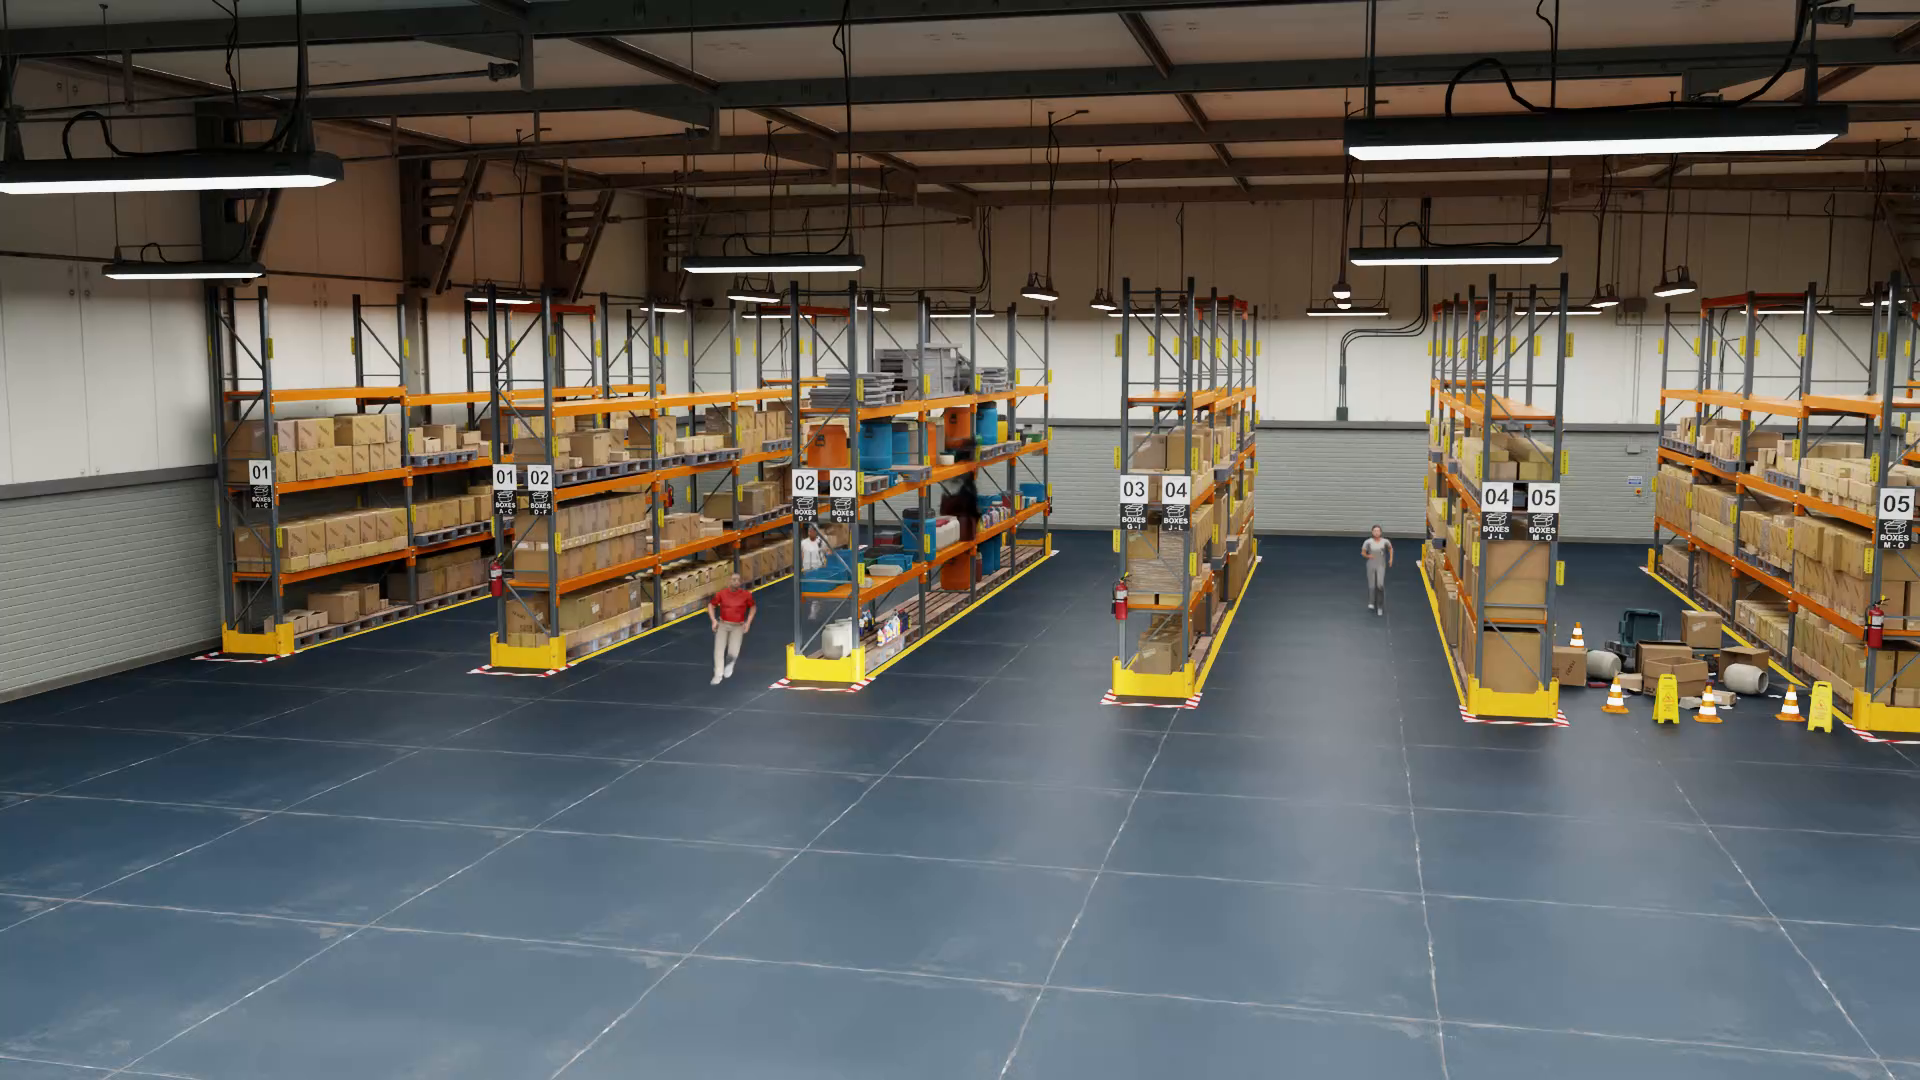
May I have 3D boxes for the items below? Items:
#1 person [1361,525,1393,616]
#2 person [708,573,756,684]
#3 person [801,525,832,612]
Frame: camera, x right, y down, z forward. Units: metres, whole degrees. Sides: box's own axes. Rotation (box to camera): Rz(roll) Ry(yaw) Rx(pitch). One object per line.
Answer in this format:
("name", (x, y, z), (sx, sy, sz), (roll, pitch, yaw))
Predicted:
("person", (7.887, 0.574, 31.478), (0.584, 1.743, 0.747), (2, 7, 13))
("person", (-3.422, 1.322, 24.948), (0.714, 1.663, 0.543), (-1, 7, -4))
("person", (-2.667, 0.508, 30.390), (0.612, 1.575, 0.783), (1, 7, 11))
